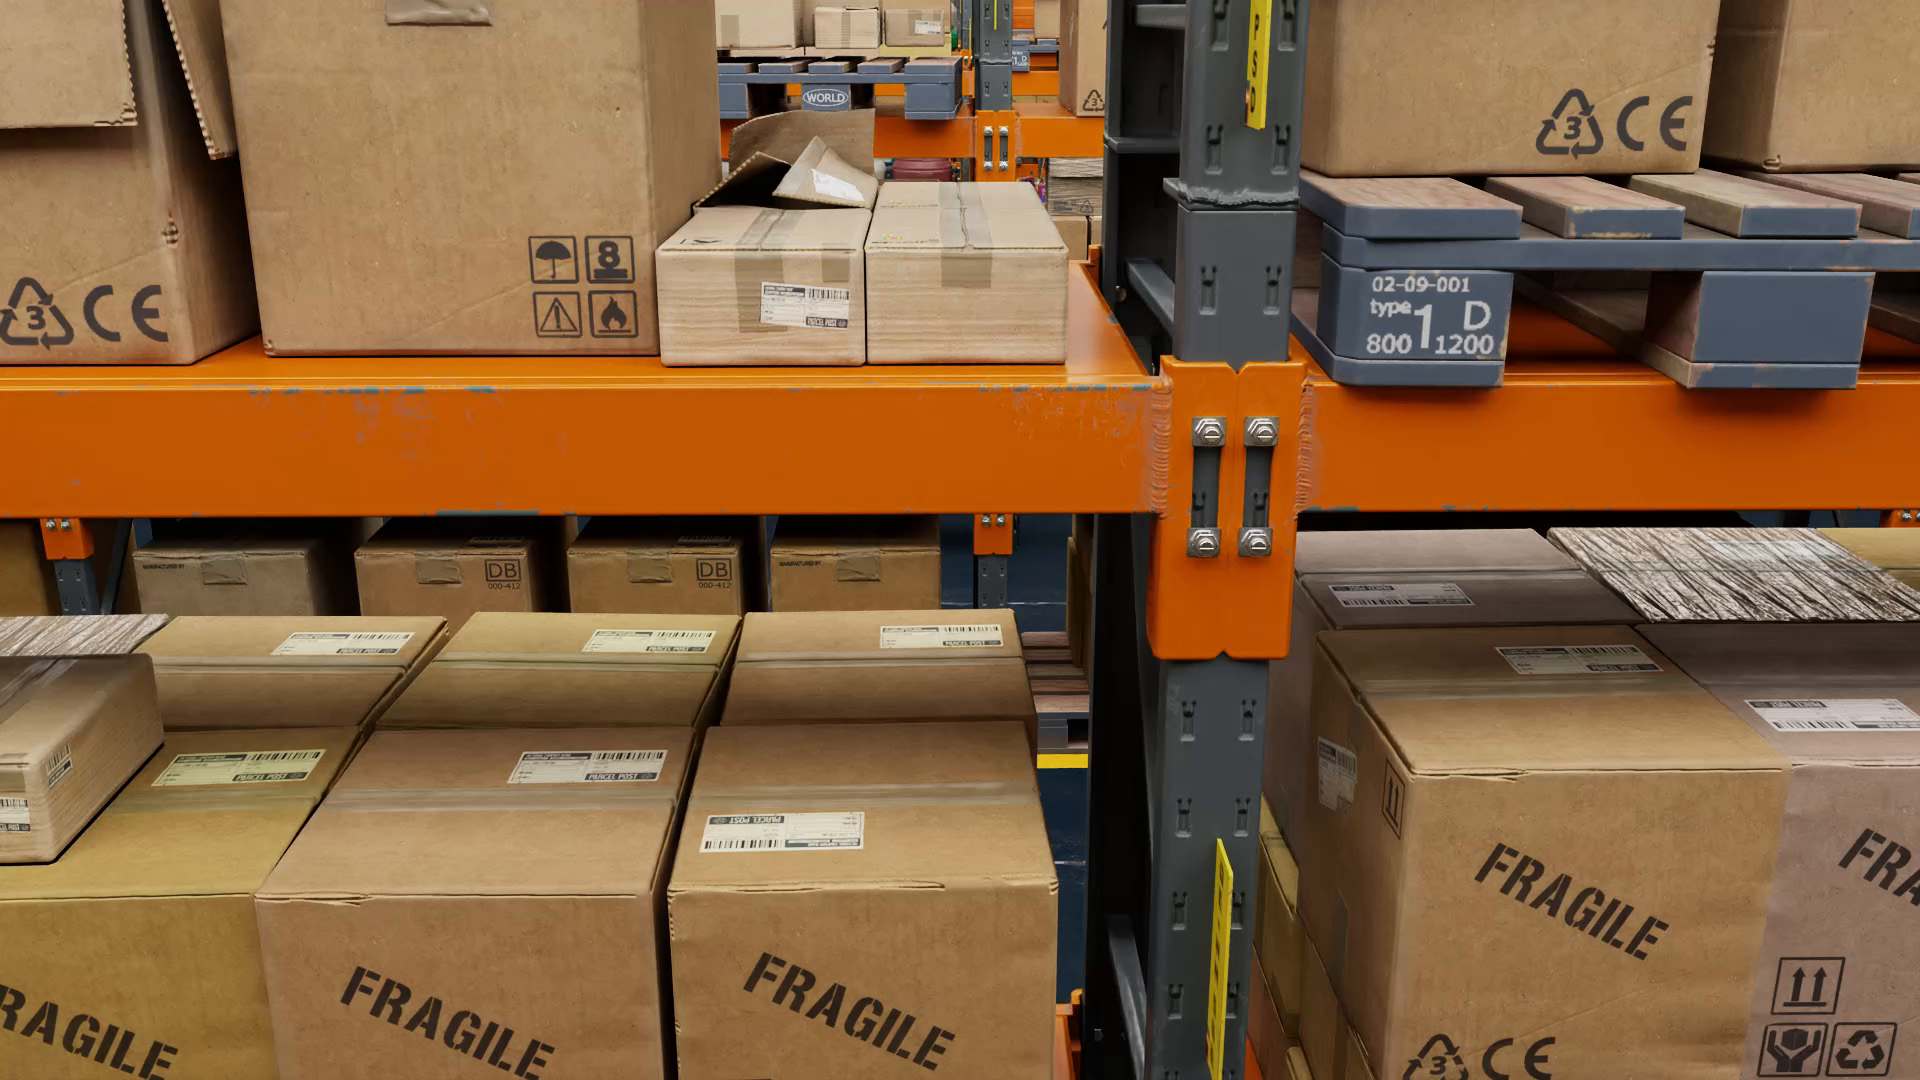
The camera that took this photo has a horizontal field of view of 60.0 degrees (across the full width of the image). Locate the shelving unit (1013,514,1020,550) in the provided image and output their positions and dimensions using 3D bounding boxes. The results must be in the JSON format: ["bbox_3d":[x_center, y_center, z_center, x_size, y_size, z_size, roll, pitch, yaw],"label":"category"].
[{"bbox_3d":[-0.007,-0.714,10.318,0.755,1.500,0.431,0,18,-1],"label":"shelving unit"}]

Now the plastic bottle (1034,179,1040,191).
[{"bbox_3d":[0.826,-3.673,17.411,0.097,0.201,0.097,0,18,0],"label":"plastic bottle"}]

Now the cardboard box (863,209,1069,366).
[{"bbox_3d":[0.004,-0.343,2.205,0.250,0.149,0.380,0,18,-1],"label":"cardboard box"}]

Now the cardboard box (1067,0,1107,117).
[{"bbox_3d":[0.712,-2.008,6.823,0.500,0.500,0.500,0,18,-1],"label":"cardboard box"}]

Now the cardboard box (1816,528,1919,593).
[{"bbox_3d":[1.838,0.289,2.935,0.500,0.500,0.500,0,18,-1],"label":"cardboard box"}]

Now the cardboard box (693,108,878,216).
[{"bbox_3d":[-0.257,-0.513,2.545,0.258,0.266,0.396,0,18,-1],"label":"cardboard box"}]

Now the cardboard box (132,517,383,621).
[{"bbox_3d":[-3.243,0.249,7.855,0.750,0.750,1.050,0,18,-1],"label":"cardboard box"}]

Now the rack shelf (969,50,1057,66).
[{"bbox_3d":[2.081,-4.734,16.662,4.000,0.370,1.077,0,18,-1],"label":"rack shelf"}]

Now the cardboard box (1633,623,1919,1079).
[{"bbox_3d":[1.309,0.444,2.453,0.500,0.500,0.500,0,18,-1],"label":"cardboard box"}]

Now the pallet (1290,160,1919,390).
[{"bbox_3d":[0.959,-0.457,2.461,1.003,0.211,1.213,1,18,2],"label":"pallet"}]

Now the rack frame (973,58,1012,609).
[{"bbox_3d":[0.137,-0.611,7.541,0.127,3.000,1.000,0,18,-1],"label":"rack frame"}]

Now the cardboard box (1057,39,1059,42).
[{"bbox_3d":[1.473,-6.645,21.277,0.500,0.500,0.910,0,18,-1],"label":"cardboard box"}]

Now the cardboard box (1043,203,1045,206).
[{"bbox_3d":[0.649,-2.252,12.493,0.500,0.500,0.500,0,18,1],"label":"cardboard box"}]

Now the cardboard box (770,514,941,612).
[{"bbox_3d":[-0.473,0.236,7.897,0.750,0.750,1.050,-1,18,-2],"label":"cardboard box"}]

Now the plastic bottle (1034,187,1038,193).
[{"bbox_3d":[0.733,-3.440,16.687,0.097,0.201,0.097,0,18,0],"label":"plastic bottle"}]

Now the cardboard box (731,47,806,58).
[{"bbox_3d":[-1.310,-3.398,11.564,0.500,0.250,0.500,0,18,1],"label":"cardboard box"}]

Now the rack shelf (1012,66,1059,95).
[{"bbox_3d":[2.159,-3.222,11.947,4.000,0.370,1.077,0,18,-1],"label":"rack shelf"}]

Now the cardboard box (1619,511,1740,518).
[{"bbox_3d":[3.393,-0.074,8.045,0.500,0.250,0.500,-1,18,-3],"label":"cardboard box"}]

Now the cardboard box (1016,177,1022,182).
[{"bbox_3d":[0.662,-5.805,26.563,0.750,0.750,0.750,-1,18,-2],"label":"cardboard box"}]

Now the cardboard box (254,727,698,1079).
[{"bbox_3d":[-0.651,0.604,2.415,0.500,0.500,0.500,-1,18,-2],"label":"cardboard box"}]

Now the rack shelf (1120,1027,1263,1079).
[{"bbox_3d":[2.316,1.233,2.970,4.000,0.370,1.077,0,18,-1],"label":"rack shelf"}]

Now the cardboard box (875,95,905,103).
[{"bbox_3d":[-1.103,-6.906,26.280,0.500,0.500,0.700,-2,18,-6],"label":"cardboard box"}]

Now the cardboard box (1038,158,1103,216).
[{"bbox_3d":[0.891,-2.650,12.092,0.637,0.503,0.797,0,18,1],"label":"cardboard box"}]

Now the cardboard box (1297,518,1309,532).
[{"bbox_3d":[1.337,0.091,7.532,0.500,0.250,0.500,0,18,-2],"label":"cardboard box"}]

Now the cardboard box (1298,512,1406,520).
[{"bbox_3d":[1.830,-0.064,8.015,0.500,0.250,0.500,0,18,0],"label":"cardboard box"}]

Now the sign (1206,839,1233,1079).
[{"bbox_3d":[0.334,0.553,2.148,0.005,0.325,0.100,0,18,-1],"label":"sign"}]

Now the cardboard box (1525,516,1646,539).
[{"bbox_3d":[2.881,0.082,7.557,0.500,0.250,0.500,1,18,2],"label":"cardboard box"}]

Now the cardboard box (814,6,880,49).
[{"bbox_3d":[-0.458,-2.105,6.821,0.250,0.166,0.380,0,18,-1],"label":"cardboard box"}]

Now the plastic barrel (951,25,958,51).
[{"bbox_3d":[-0.165,-4.976,16.494,0.294,0.245,0.294,0,18,0],"label":"plastic barrel"}]

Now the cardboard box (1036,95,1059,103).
[{"bbox_3d":[1.435,-6.789,26.118,0.500,0.500,0.500,0,18,-1],"label":"cardboard box"}]

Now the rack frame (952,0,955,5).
[{"bbox_3d":[-0.075,-9.521,25.497,0.127,3.000,1.000,0,18,-1],"label":"rack frame"}]

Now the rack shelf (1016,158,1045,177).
[{"bbox_3d":[2.007,-4.819,21.837,4.000,0.370,1.077,0,18,-1],"label":"rack shelf"}]

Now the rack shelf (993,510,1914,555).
[{"bbox_3d":[2.137,-0.278,7.681,4.000,0.370,1.077,0,18,-1],"label":"rack shelf"}]

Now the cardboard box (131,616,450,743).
[{"bbox_3d":[-1.189,0.452,2.890,0.500,0.500,0.500,0,18,0],"label":"cardboard box"}]

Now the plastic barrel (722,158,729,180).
[{"bbox_3d":[-2.224,-3.626,16.716,0.433,0.535,0.433,0,18,0],"label":"plastic barrel"}]

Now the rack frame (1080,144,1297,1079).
[{"bbox_3d":[0.316,0.901,2.830,0.127,3.000,1.000,0,18,-1],"label":"rack frame"}]

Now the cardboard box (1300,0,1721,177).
[{"bbox_3d":[0.691,-0.825,2.441,0.637,0.503,0.797,-1,18,-4],"label":"cardboard box"}]

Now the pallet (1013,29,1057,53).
[{"bbox_3d":[0.848,-4.951,16.470,1.213,0.211,1.003,0,18,-1],"label":"pallet"}]

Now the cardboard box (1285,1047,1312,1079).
[{"bbox_3d":[0.809,1.046,2.620,0.500,0.250,0.500,-1,18,-2],"label":"cardboard box"}]

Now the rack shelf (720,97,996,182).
[{"bbox_3d":[-1.863,-1.687,7.163,4.000,0.370,1.077,0,18,-1],"label":"rack shelf"}]

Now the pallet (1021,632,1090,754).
[{"bbox_3d":[0.918,0.714,7.977,1.213,0.211,1.003,0,18,-1],"label":"pallet"}]

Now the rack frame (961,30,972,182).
[{"bbox_3d":[0.081,-3.639,16.981,0.127,3.000,1.000,0,18,-1],"label":"rack frame"}]
